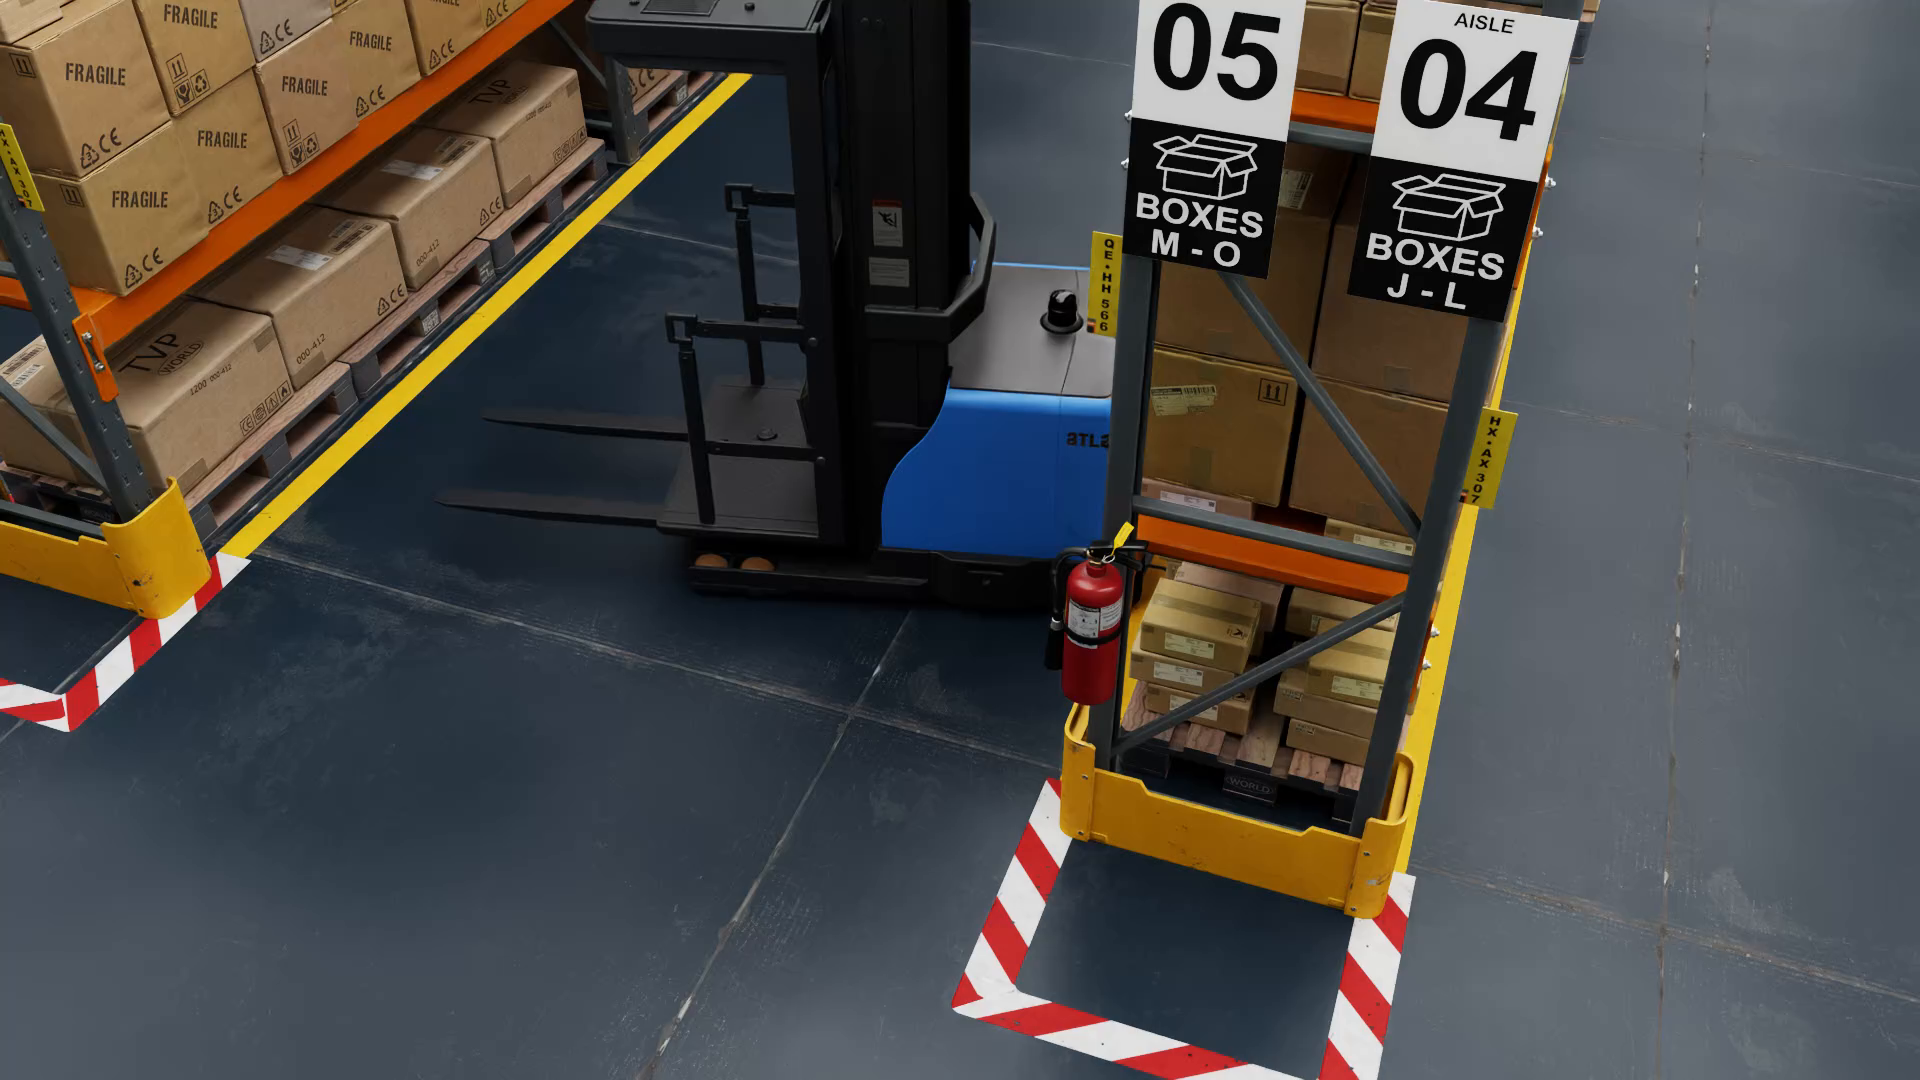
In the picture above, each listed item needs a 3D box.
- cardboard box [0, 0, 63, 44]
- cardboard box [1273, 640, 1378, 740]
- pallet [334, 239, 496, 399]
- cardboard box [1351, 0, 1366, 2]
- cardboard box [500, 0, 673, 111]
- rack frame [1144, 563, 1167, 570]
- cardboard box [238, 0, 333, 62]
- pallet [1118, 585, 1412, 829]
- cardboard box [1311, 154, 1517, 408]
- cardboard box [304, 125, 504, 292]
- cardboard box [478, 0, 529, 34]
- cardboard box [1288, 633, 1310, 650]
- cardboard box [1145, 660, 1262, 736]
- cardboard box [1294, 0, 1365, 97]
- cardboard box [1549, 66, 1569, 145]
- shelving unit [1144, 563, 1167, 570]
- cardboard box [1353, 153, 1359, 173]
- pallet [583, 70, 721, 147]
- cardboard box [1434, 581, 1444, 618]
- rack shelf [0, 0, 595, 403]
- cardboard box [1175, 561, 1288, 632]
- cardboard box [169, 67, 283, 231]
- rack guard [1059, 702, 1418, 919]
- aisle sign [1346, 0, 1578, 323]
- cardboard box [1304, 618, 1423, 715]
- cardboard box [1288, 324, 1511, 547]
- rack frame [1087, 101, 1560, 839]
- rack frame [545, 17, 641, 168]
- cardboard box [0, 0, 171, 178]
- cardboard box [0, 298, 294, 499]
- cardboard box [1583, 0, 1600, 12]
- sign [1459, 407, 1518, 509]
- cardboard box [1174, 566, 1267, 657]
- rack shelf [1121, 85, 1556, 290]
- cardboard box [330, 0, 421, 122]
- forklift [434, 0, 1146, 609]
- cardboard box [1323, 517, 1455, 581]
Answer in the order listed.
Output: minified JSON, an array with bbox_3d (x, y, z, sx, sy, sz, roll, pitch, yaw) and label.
[{"bbox_3d":[-3.381,-1.869,5.783,0.380,0.149,0.250,14,42,16],"label":"cardboard box"},{"bbox_3d":[1.344,0.537,5.953,0.380,0.149,0.250,15,43,17],"label":"cardboard box"},{"bbox_3d":[-3.143,-1.235,8.535,1.003,0.211,1.213,13,42,15],"label":"pallet"},{"bbox_3d":[0.842,-1.624,4.261,0.500,0.250,0.500,12,42,14],"label":"cardboard box"},{"bbox_3d":[-2.258,-3.236,10.045,0.875,0.875,0.875,15,43,16],"label":"cardboard box"},{"bbox_3d":[0.814,-0.286,6.592,0.240,1.200,0.015,11,41,12],"label":"rack frame"},{"bbox_3d":[-2.992,-2.329,6.822,0.500,0.500,0.500,13,42,15],"label":"cardboard box"},{"bbox_3d":[1.261,0.515,6.484,1.003,0.211,1.213,13,42,15],"label":"pallet"},{"bbox_3d":[1.327,-0.758,4.751,0.500,0.500,0.500,13,42,15],"label":"cardboard box"},{"bbox_3d":[-3.016,-1.768,8.662,0.875,0.438,0.875,12,42,14],"label":"cardboard box"},{"bbox_3d":[-2.484,-2.872,8.228,0.500,0.500,0.500,12,42,14],"label":"cardboard box"},{"bbox_3d":[1.416,0.487,6.242,0.380,0.149,0.250,13,42,15],"label":"cardboard box"},{"bbox_3d":[0.908,0.546,6.172,0.380,0.149,0.250,14,42,16],"label":"cardboard box"},{"bbox_3d":[0.831,-1.432,4.422,0.500,0.250,0.500,12,42,14],"label":"cardboard box"},{"bbox_3d":[1.692,-1.380,5.480,0.500,0.500,0.500,12,42,14],"label":"cardboard box"},{"bbox_3d":[0.882,-0.436,6.772,0.258,1.200,0.503,11,41,12],"label":"shelving unit"},{"bbox_3d":[1.020,-1.187,5.253,0.500,0.500,0.500,12,42,14],"label":"cardboard box"},{"bbox_3d":[-2.201,-2.915,10.504,1.003,0.211,1.213,13,42,15],"label":"pallet"},{"bbox_3d":[1.610,0.122,6.210,0.380,0.149,0.250,13,42,15],"label":"cardboard box"},{"bbox_3d":[-3.078,-1.995,7.832,1.077,0.370,4.000,13,42,15],"label":"rack shelf"},{"bbox_3d":[1.007,0.167,6.158,0.380,0.149,0.250,14,42,16],"label":"cardboard box"},{"bbox_3d":[-3.181,-1.631,6.773,0.500,0.500,0.500,13,42,14],"label":"cardboard box"},{"bbox_3d":[0.950,0.893,5.819,1.175,0.500,0.348,13,42,15],"label":"rack guard"},{"bbox_3d":[1.181,-0.890,3.979,0.394,0.787,0.004,13,42,15],"label":"aisle sign"},{"bbox_3d":[1.422,0.442,5.835,0.380,0.149,0.250,11,42,13],"label":"cardboard box"},{"bbox_3d":[1.337,-0.376,5.073,0.500,0.500,0.500,15,43,17],"label":"cardboard box"},{"bbox_3d":[0.924,-0.012,4.953,1.000,3.000,0.127,13,42,15],"label":"rack frame"},{"bbox_3d":[-2.394,-3.489,9.028,1.000,3.000,0.127,13,42,15],"label":"rack frame"},{"bbox_3d":[-3.330,-1.697,6.080,0.500,0.500,0.500,12,42,14],"label":"cardboard box"},{"bbox_3d":[-3.631,-0.659,7.362,0.875,0.438,0.875,12,42,14],"label":"cardboard box"},{"bbox_3d":[2.859,-2.654,7.920,0.380,0.149,0.250,11,42,13],"label":"cardboard box"},{"bbox_3d":[1.434,-0.221,4.531,0.100,0.325,0.005,13,42,15],"label":"sign"},{"bbox_3d":[0.976,0.267,6.270,0.380,0.149,0.250,12,42,14],"label":"cardboard box"},{"bbox_3d":[1.608,-2.099,5.643,1.077,0.370,4.000,13,42,15],"label":"rack shelf"},{"bbox_3d":[-2.835,-2.246,7.495,0.500,0.500,0.500,15,43,17],"label":"cardboard box"},{"bbox_3d":[-0.708,-1.215,6.416,3.031,2.935,1.130,4,41,5],"label":"forklift"},{"bbox_3d":[1.343,-0.041,5.181,0.380,0.149,0.250,13,42,15],"label":"cardboard box"}]
